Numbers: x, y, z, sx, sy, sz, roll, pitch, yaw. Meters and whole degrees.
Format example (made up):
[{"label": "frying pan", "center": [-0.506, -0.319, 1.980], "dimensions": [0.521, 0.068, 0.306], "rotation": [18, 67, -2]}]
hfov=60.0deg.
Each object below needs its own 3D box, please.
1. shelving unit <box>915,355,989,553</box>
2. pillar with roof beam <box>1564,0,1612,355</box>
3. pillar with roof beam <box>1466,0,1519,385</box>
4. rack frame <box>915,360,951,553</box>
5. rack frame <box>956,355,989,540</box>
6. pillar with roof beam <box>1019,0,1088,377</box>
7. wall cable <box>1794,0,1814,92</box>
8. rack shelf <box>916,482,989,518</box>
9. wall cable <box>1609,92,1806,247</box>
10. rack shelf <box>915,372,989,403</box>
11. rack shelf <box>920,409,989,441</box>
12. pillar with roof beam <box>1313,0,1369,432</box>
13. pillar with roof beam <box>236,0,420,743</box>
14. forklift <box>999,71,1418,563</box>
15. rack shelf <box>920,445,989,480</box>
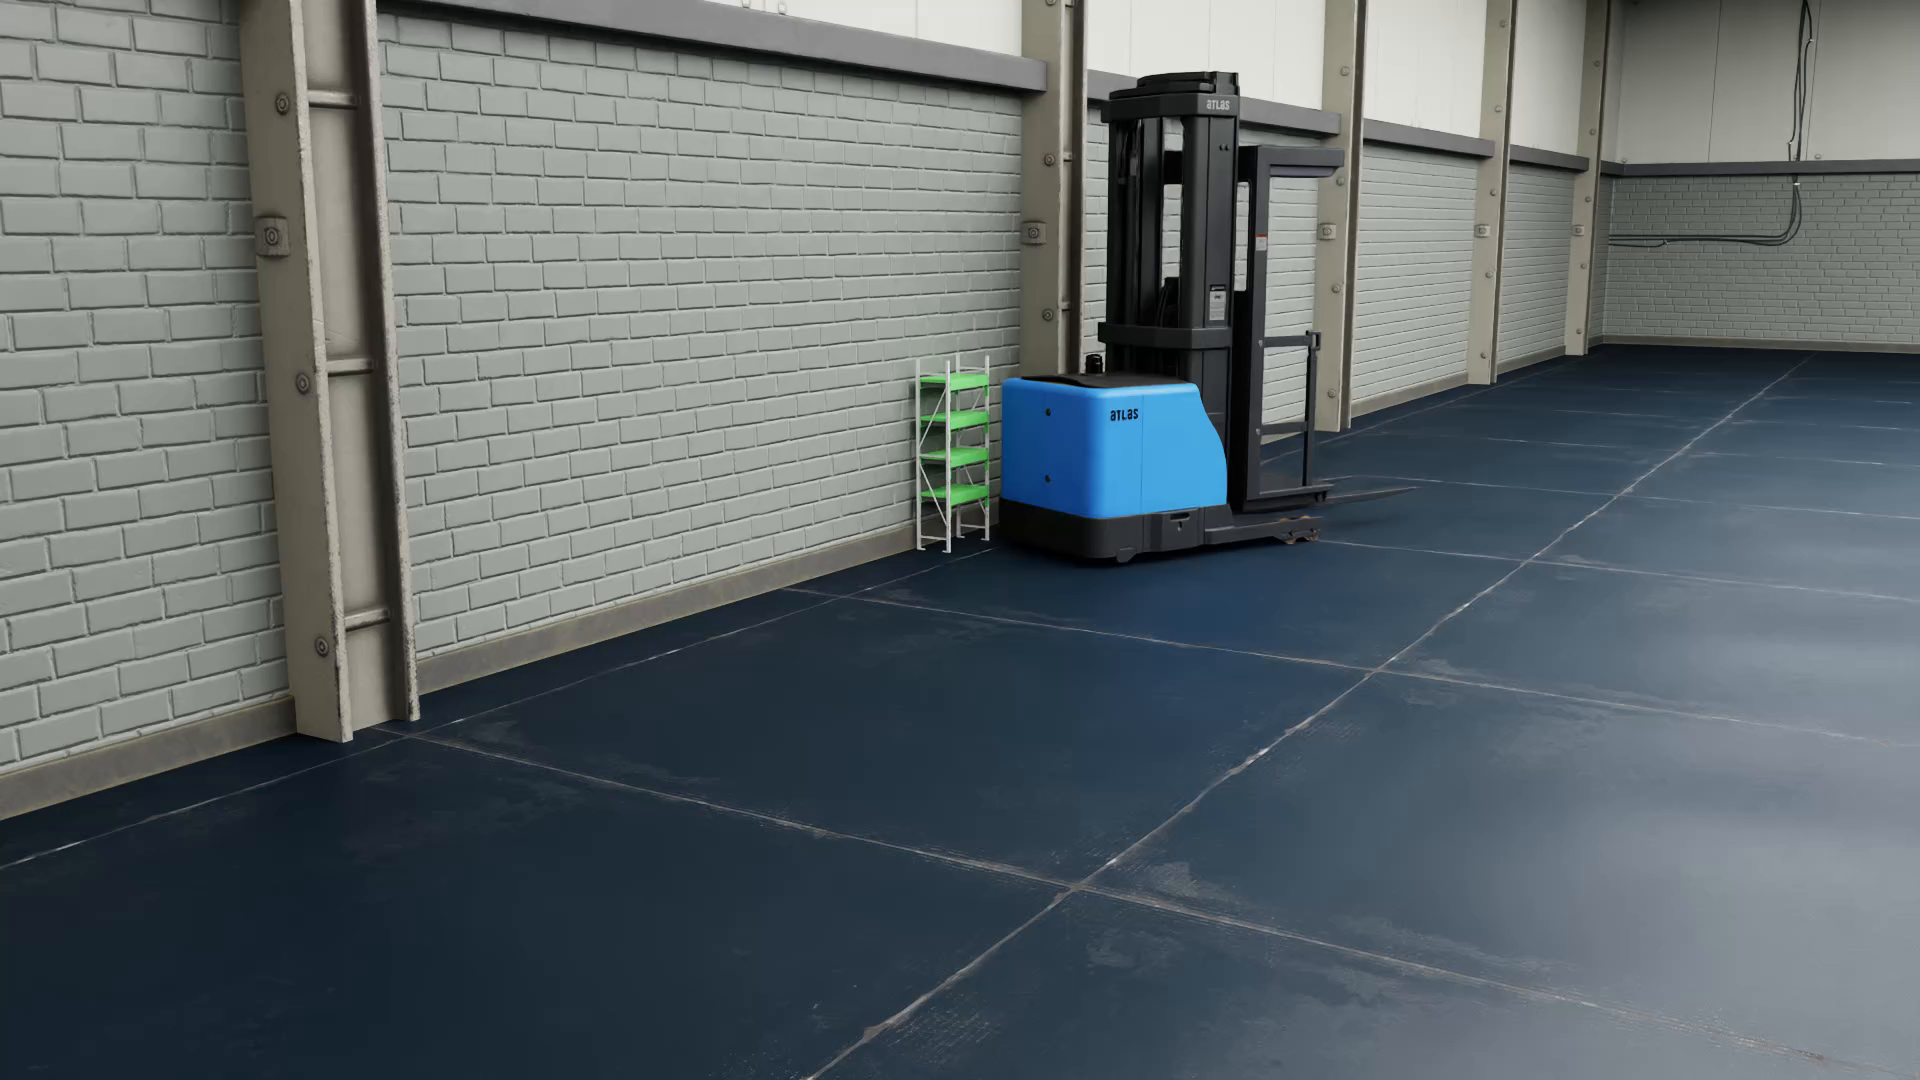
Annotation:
[{"label": "shelving unit", "center": [-0.044, -0.560, 10.595], "dimensions": [0.258, 1.200, 0.503], "rotation": [6, 12, 30]}, {"label": "pillar with roof beam", "center": [13.666, -7.029, 23.962], "dimensions": [9.100, 9.000, 0.400], "rotation": [6, 12, 31]}, {"label": "pillar with roof beam", "center": [10.550, -6.086, 18.922], "dimensions": [9.100, 9.000, 0.400], "rotation": [6, 12, 31]}, {"label": "rack frame", "center": [-0.168, -0.521, 10.389], "dimensions": [0.240, 1.200, 0.015], "rotation": [6, 12, 30]}, {"label": "rack frame", "center": [0.081, -0.598, 10.801], "dimensions": [0.240, 1.200, 0.015], "rotation": [6, 12, 30]}, {"label": "pillar with roof beam", "center": [4.320, -4.199, 8.841], "dimensions": [9.100, 9.000, 0.400], "rotation": [6, 12, 31]}, {"label": "wall cable", "center": [14.958, -8.475, 26.400], "dimensions": [3.097, 2.526, 0.112], "rotation": [6, 12, 31]}, {"label": "rack shelf", "center": [-0.042, -0.261, 10.650], "dimensions": [0.258, 0.148, 0.480], "rotation": [6, 12, 30]}, {"label": "wall cable", "center": [12.646, -6.251, 28.245], "dimensions": [3.097, 2.526, 0.112], "rotation": [6, 12, 31]}, {"label": "rack shelf", "center": [-0.045, -0.969, 10.519], "dimensions": [0.258, 0.148, 0.480], "rotation": [6, 12, 30]}, {"label": "rack shelf", "center": [-0.044, -0.733, 10.563], "dimensions": [0.258, 0.148, 0.480], "rotation": [6, 12, 30]}, {"label": "pillar with roof beam", "center": [7.435, -5.142, 13.881], "dimensions": [9.100, 9.000, 0.400], "rotation": [6, 12, 31]}, {"label": "pillar with roof beam", "center": [1.205, -3.255, 3.801], "dimensions": [9.100, 9.000, 0.400], "rotation": [6, 12, 31]}, {"label": "forklift", "center": [1.759, -1.486, 10.841], "dimensions": [3.031, 2.935, 1.130], "rotation": [-7, 13, -33]}, {"label": "rack shelf", "center": [-0.043, -0.497, 10.607], "dimensions": [0.258, 0.148, 0.480], "rotation": [6, 12, 30]}]
